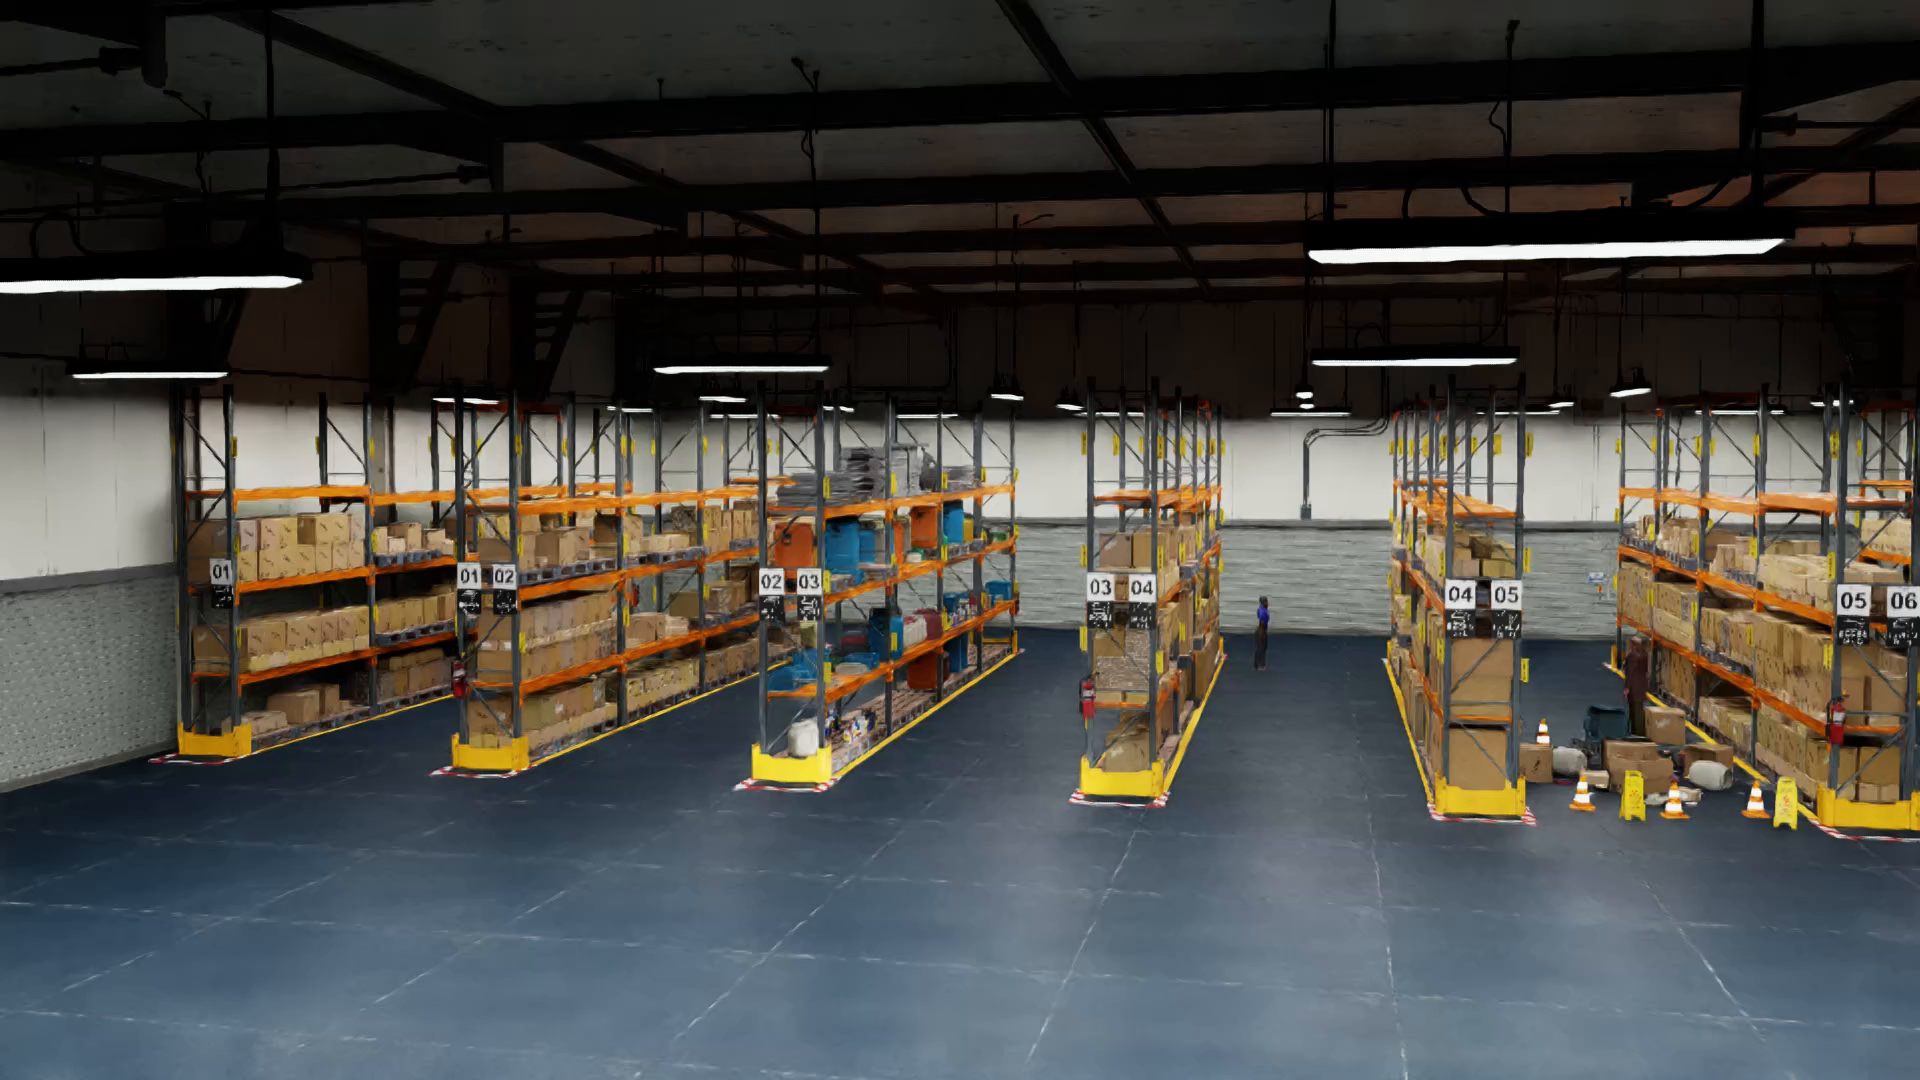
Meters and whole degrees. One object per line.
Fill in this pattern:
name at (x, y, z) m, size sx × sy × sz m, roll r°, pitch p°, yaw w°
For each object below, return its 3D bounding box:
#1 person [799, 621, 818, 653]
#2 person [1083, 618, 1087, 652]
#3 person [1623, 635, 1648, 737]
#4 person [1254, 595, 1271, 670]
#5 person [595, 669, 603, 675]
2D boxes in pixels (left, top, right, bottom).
person at (-3.213, 2.208, 35.437) m, size 0.458 × 1.612 × 1.019 m, roll 1°, pitch 3°, yaw 11°
person at (2.859, 2.165, 35.164) m, size 0.553 × 1.709 × 1.123 m, roll 1°, pitch 3°, yaw 14°
person at (11.471, 2.508, 28.349) m, size 0.637 × 1.775 × 0.675 m, roll 3°, pitch 4°, yaw 38°
person at (6.800, 2.070, 37.342) m, size 0.370 × 1.666 × 0.529 m, roll 1°, pitch 3°, yaw 15°
person at (-7.952, 2.169, 35.755) m, size 0.553 × 1.669 × 1.030 m, roll 1°, pitch 3°, yaw 11°
